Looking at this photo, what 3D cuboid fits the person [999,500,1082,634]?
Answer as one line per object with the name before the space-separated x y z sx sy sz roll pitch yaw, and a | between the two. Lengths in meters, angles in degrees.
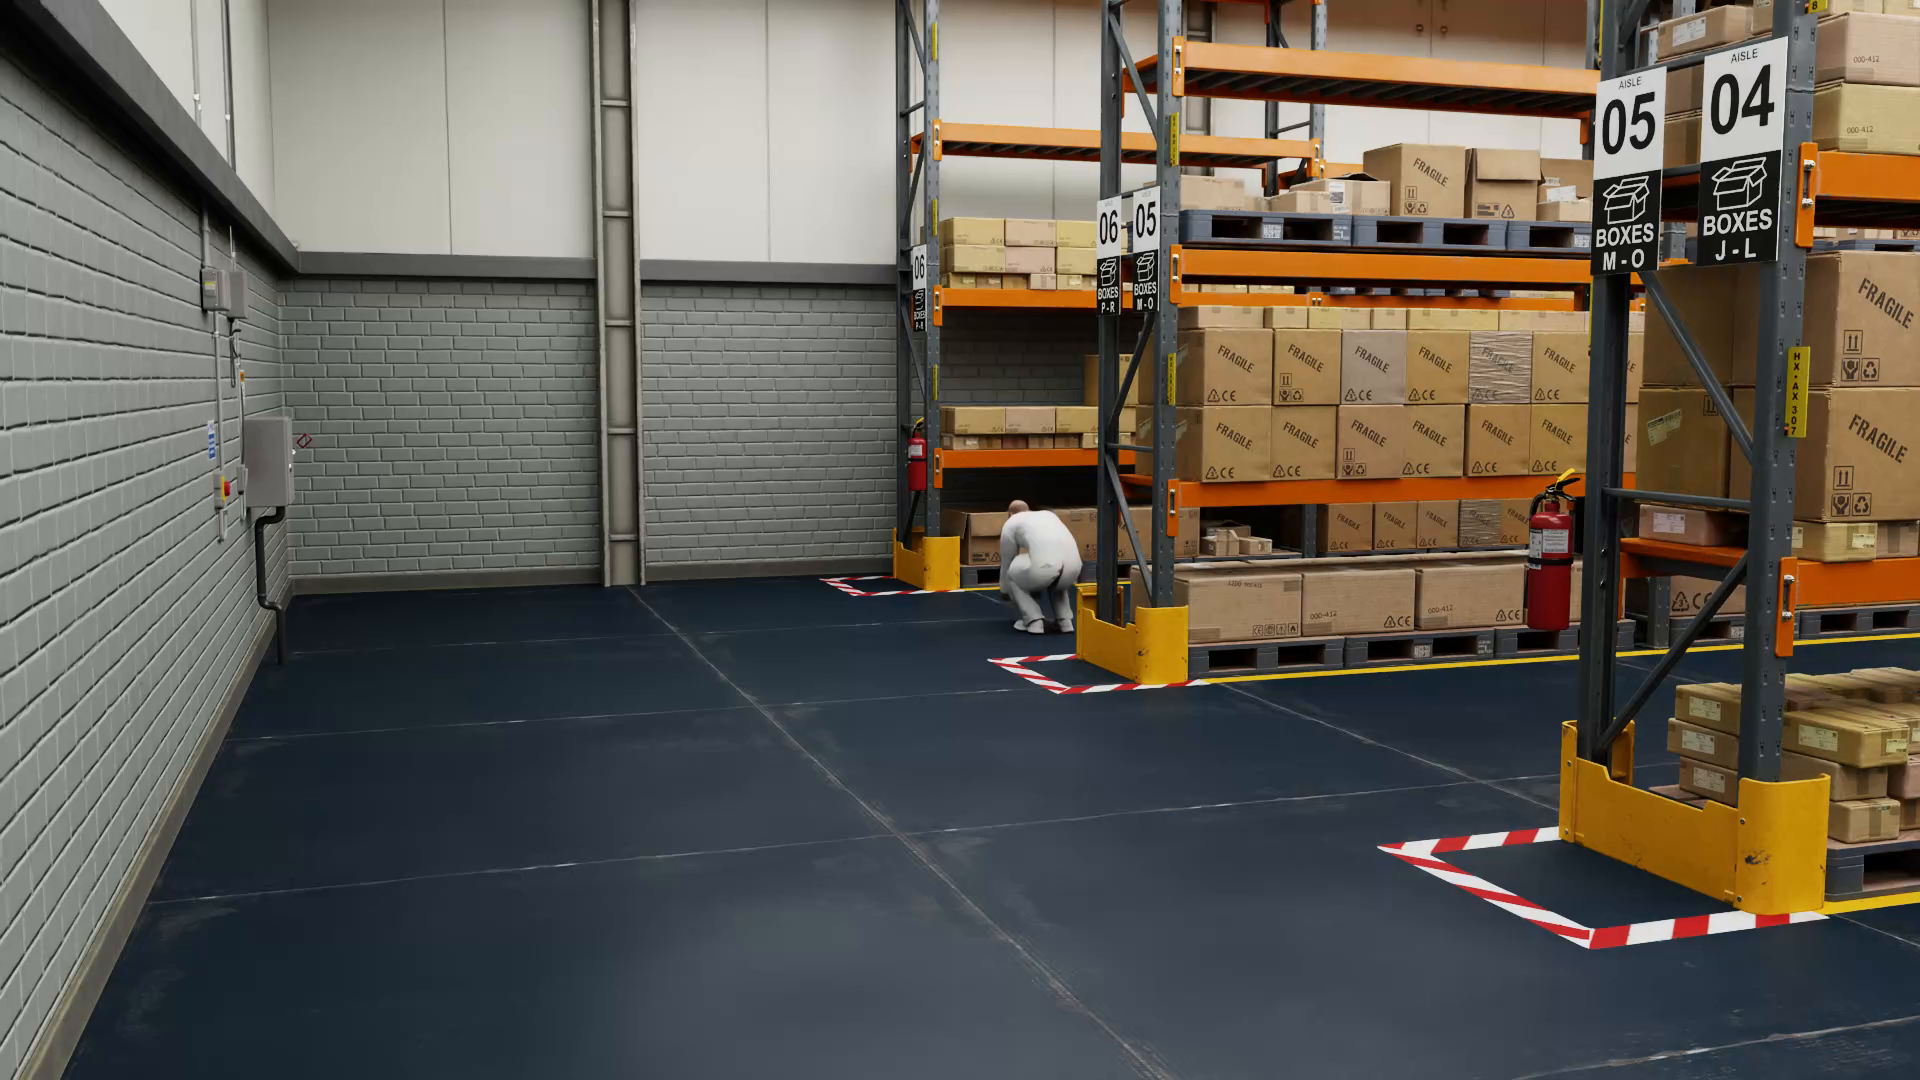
person | 0.621 0.214 13.161 0.580 0.985 0.941 -2 6 -20
